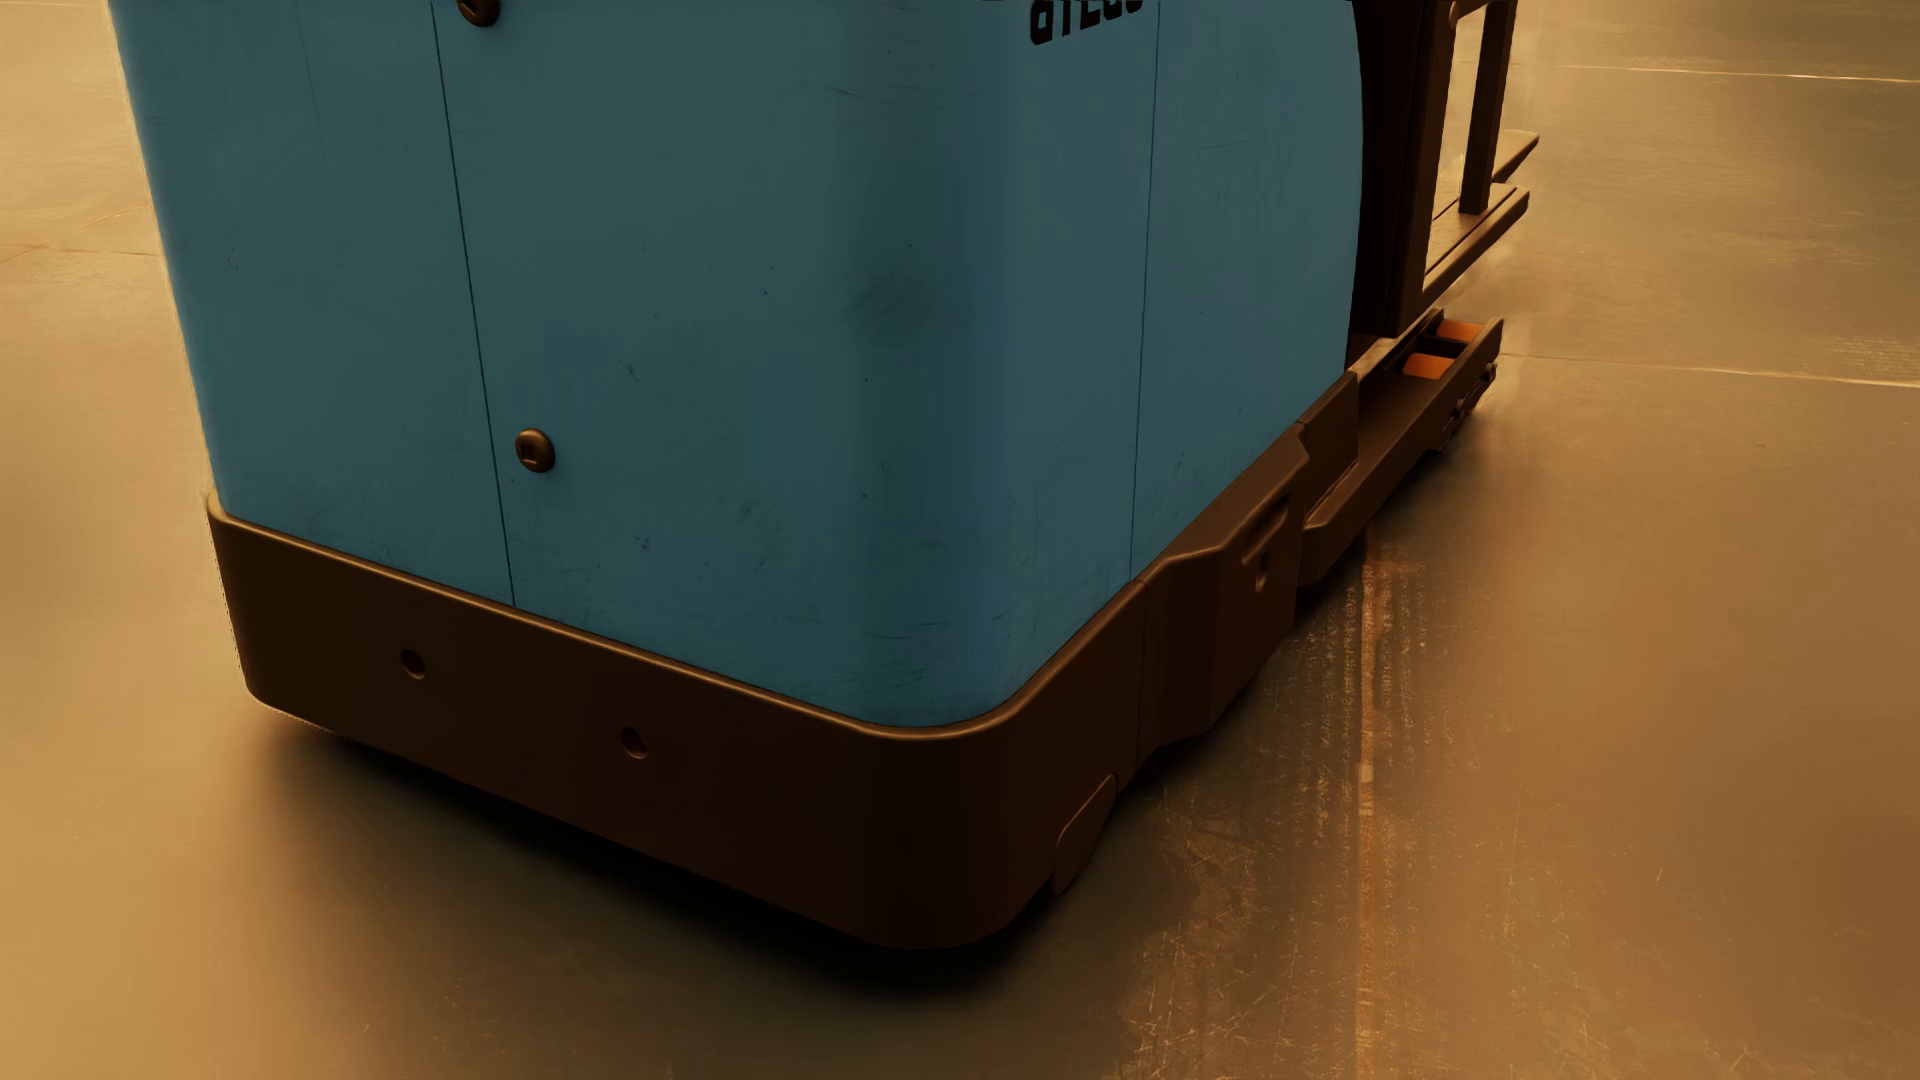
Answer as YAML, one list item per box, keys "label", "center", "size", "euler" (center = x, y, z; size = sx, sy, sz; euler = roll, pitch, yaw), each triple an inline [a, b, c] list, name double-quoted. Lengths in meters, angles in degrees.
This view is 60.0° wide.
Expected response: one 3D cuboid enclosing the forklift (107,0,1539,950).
- label: "forklift"
  center: [0.303, -1.547, 2.313]
  size: [1.130, 2.935, 3.031]
  euler: [15, 30, 26]
